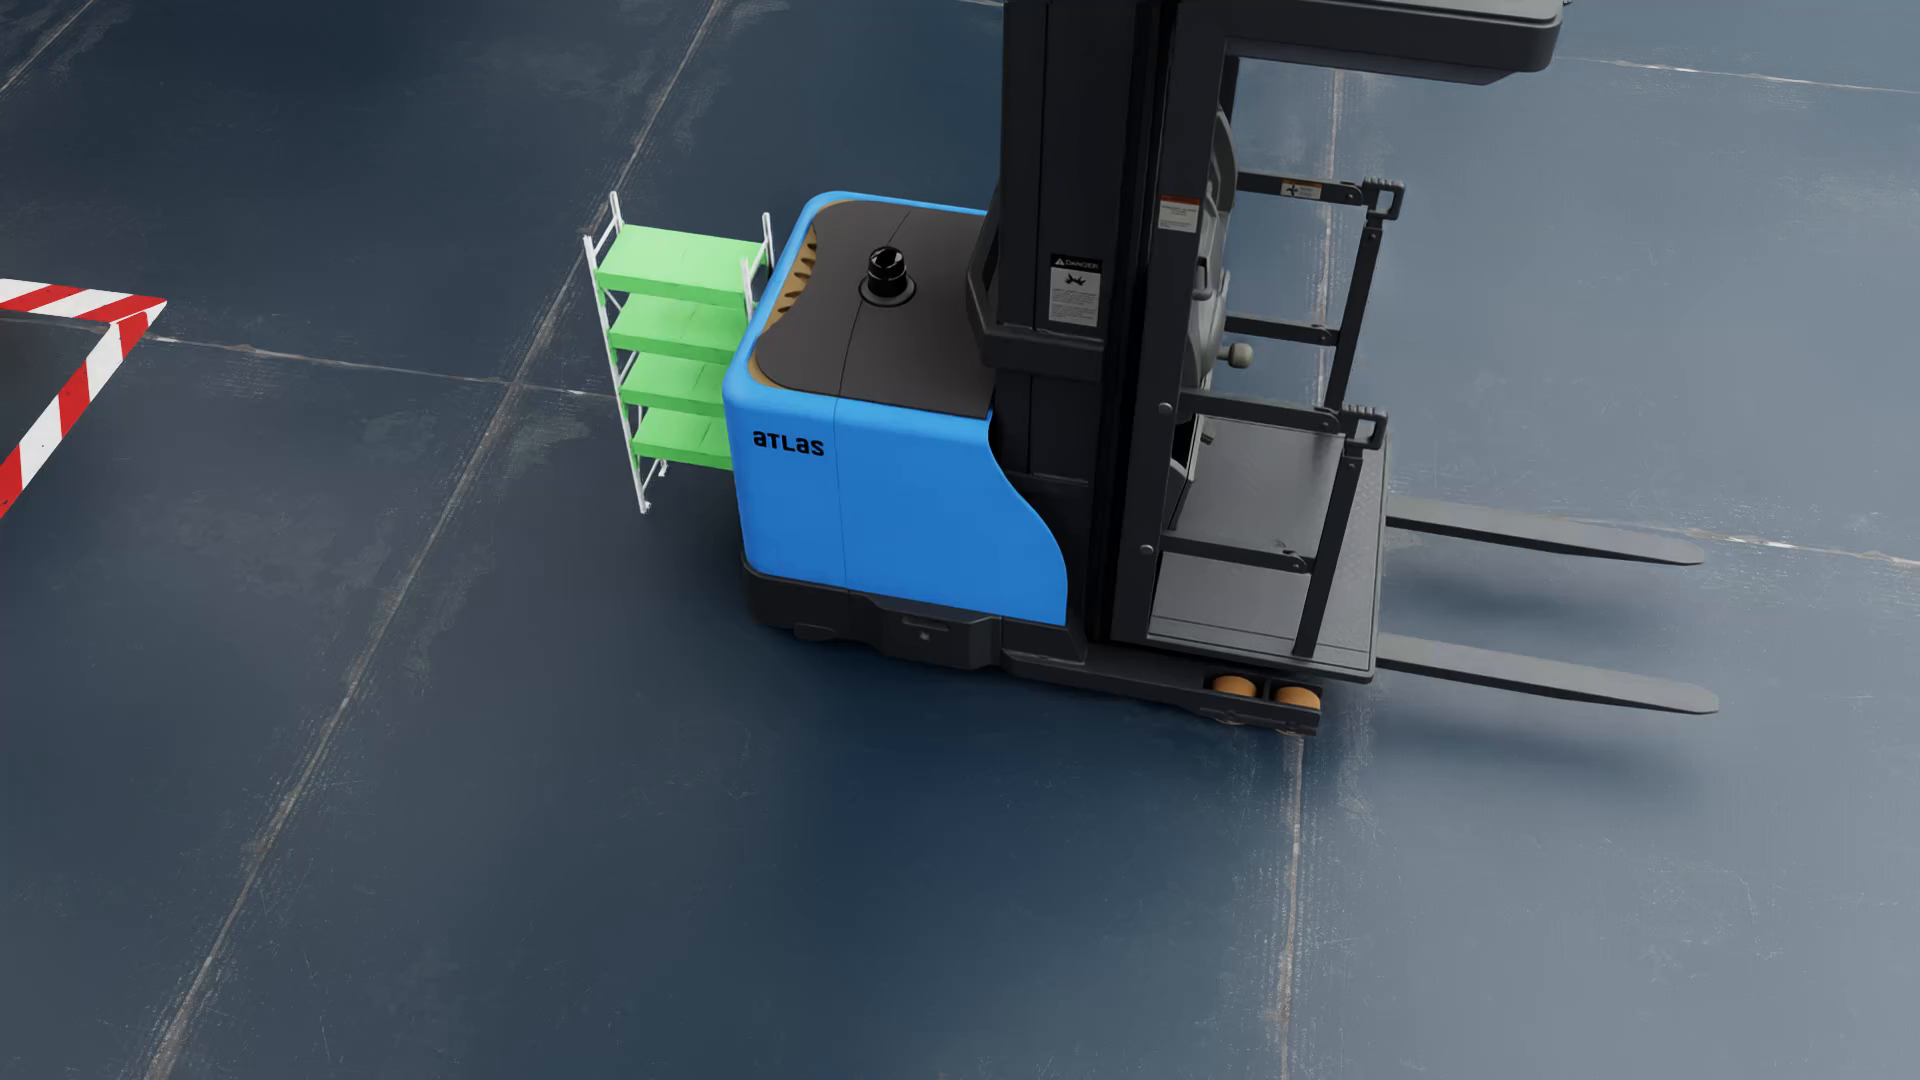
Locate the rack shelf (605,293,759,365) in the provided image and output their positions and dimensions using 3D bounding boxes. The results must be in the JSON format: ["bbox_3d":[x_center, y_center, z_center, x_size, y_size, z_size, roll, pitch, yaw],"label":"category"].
[{"bbox_3d":[-0.848,-0.658,5.298,0.480,0.148,0.258,9,49,8],"label":"rack shelf"}]

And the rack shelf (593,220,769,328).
[{"bbox_3d":[-0.848,-0.819,5.120,0.480,0.148,0.258,9,49,8],"label":"rack shelf"}]

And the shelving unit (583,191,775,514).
[{"bbox_3d":[-0.848,-0.540,5.429,0.503,1.200,0.258,9,49,8],"label":"shelving unit"}]

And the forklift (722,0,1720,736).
[{"bbox_3d":[0.875,-0.804,4.502,3.031,2.935,1.130,9,49,8],"label":"forklift"}]

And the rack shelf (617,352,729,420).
[{"bbox_3d":[-0.848,-0.498,5.477,0.480,0.148,0.258,9,49,8],"label":"rack shelf"}]

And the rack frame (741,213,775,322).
[{"bbox_3d":[-0.610,-0.501,5.393,0.015,1.200,0.240,9,49,8],"label":"rack frame"}]

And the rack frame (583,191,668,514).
[{"bbox_3d":[-1.086,-0.580,5.465,0.015,1.200,0.240,9,49,8],"label":"rack frame"}]

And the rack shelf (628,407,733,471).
[{"bbox_3d":[-0.848,-0.337,5.655,0.480,0.148,0.258,9,49,8],"label":"rack shelf"}]
